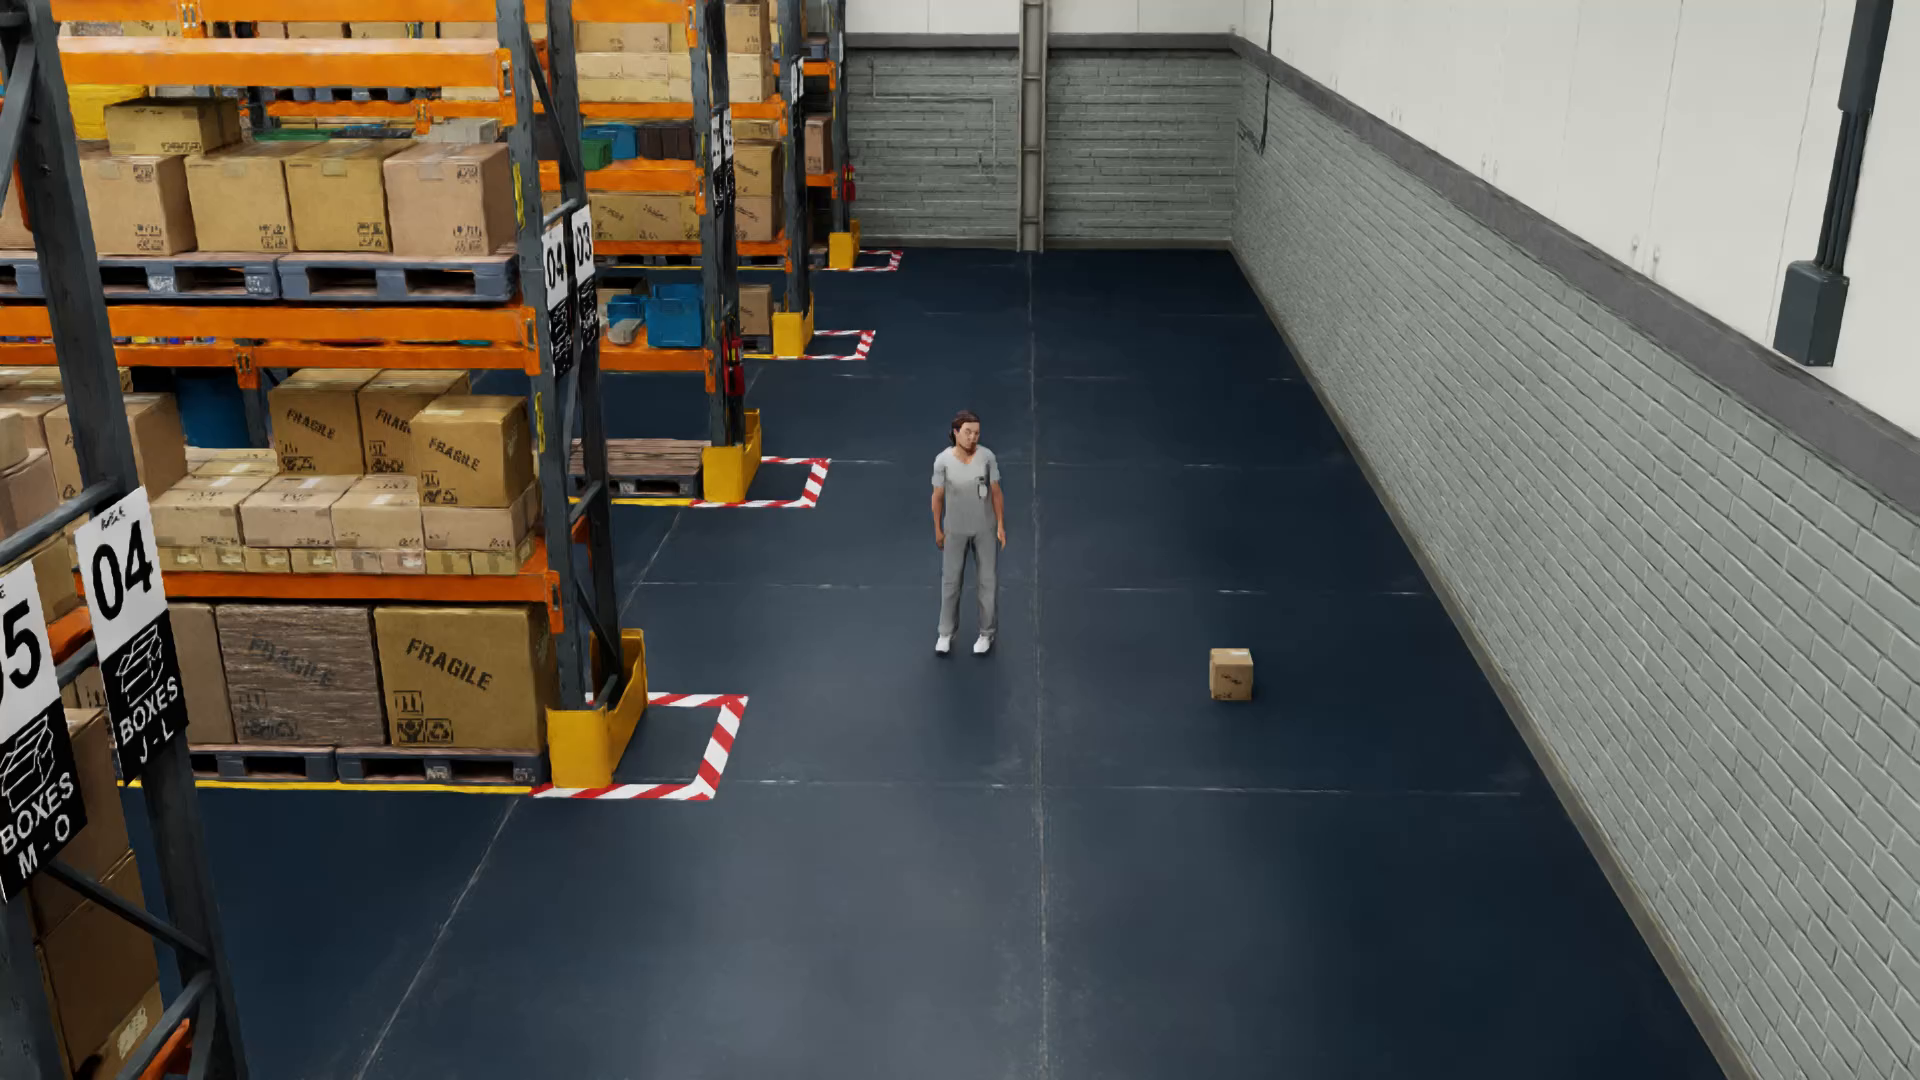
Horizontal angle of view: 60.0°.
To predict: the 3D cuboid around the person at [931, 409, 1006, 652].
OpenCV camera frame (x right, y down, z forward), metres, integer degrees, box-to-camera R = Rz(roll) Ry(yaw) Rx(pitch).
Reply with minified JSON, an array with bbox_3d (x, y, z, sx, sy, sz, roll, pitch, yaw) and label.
[{"bbox_3d":[0.056,-0.059,11.175,0.492,1.679,0.372,-2,21,-4],"label":"person"}]
